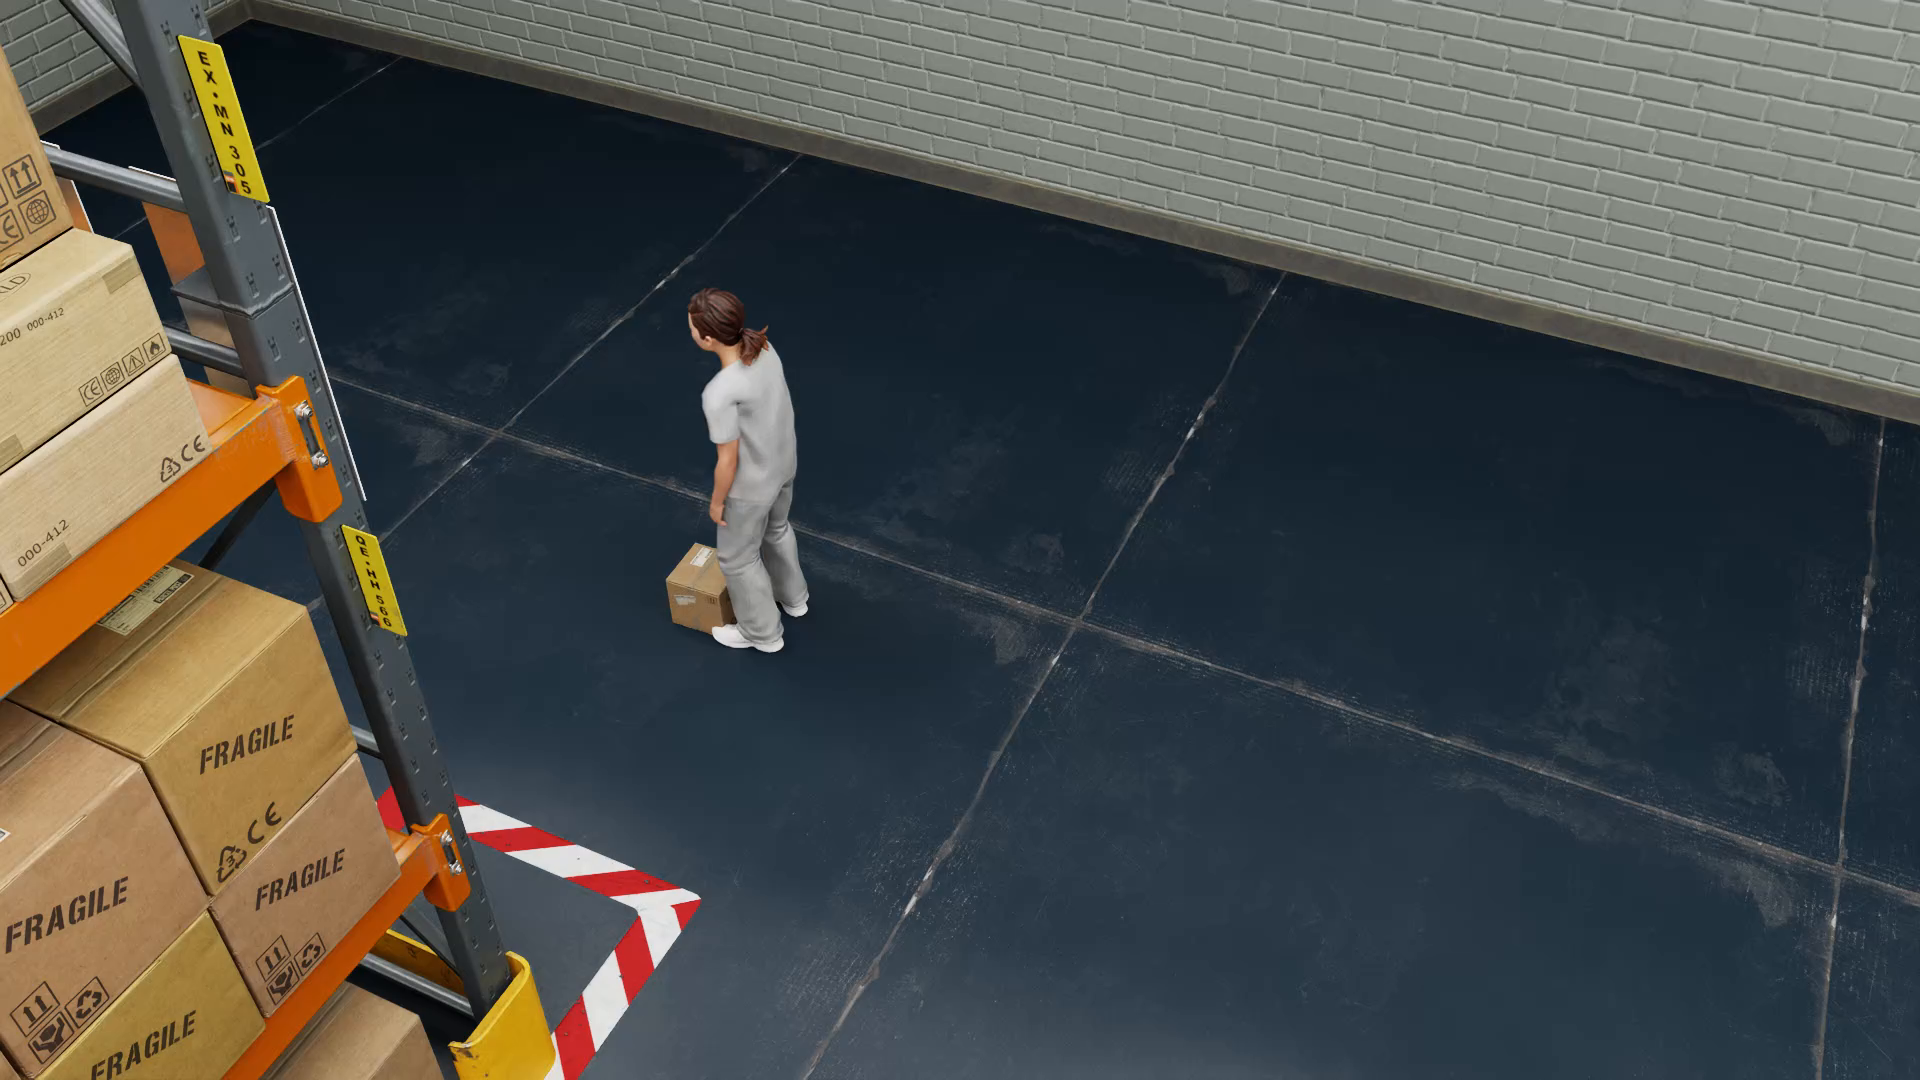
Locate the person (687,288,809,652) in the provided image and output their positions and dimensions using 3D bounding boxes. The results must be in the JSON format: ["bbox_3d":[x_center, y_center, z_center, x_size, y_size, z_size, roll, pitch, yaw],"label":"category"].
[{"bbox_3d":[-0.817,-0.255,6.443,0.358,1.672,0.486,17,45,18],"label":"person"}]
